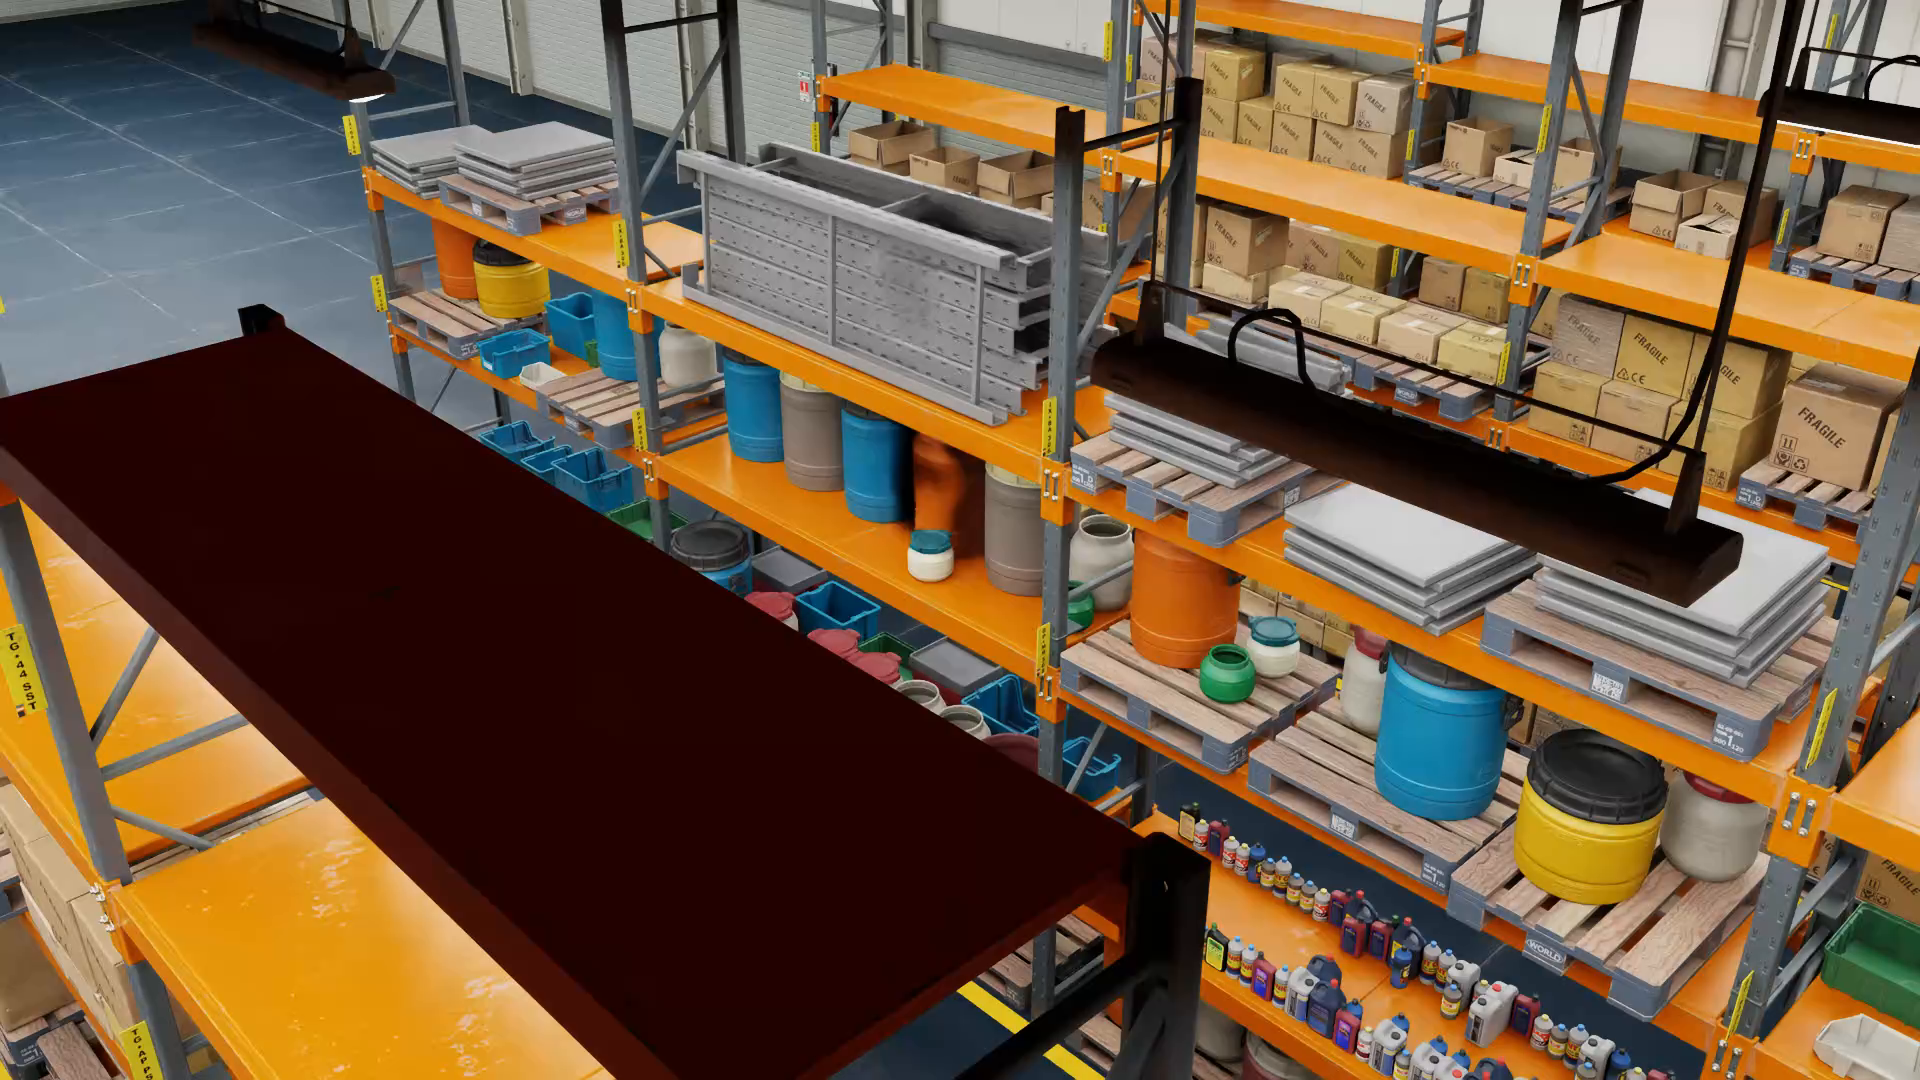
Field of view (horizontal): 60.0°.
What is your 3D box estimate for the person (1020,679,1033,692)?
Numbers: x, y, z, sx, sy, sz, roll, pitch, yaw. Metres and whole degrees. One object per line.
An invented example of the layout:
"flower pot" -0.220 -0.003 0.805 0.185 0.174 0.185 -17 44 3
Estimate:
"person" 0.354 0.524 14.126 0.913 1.703 0.590 19 33 31
